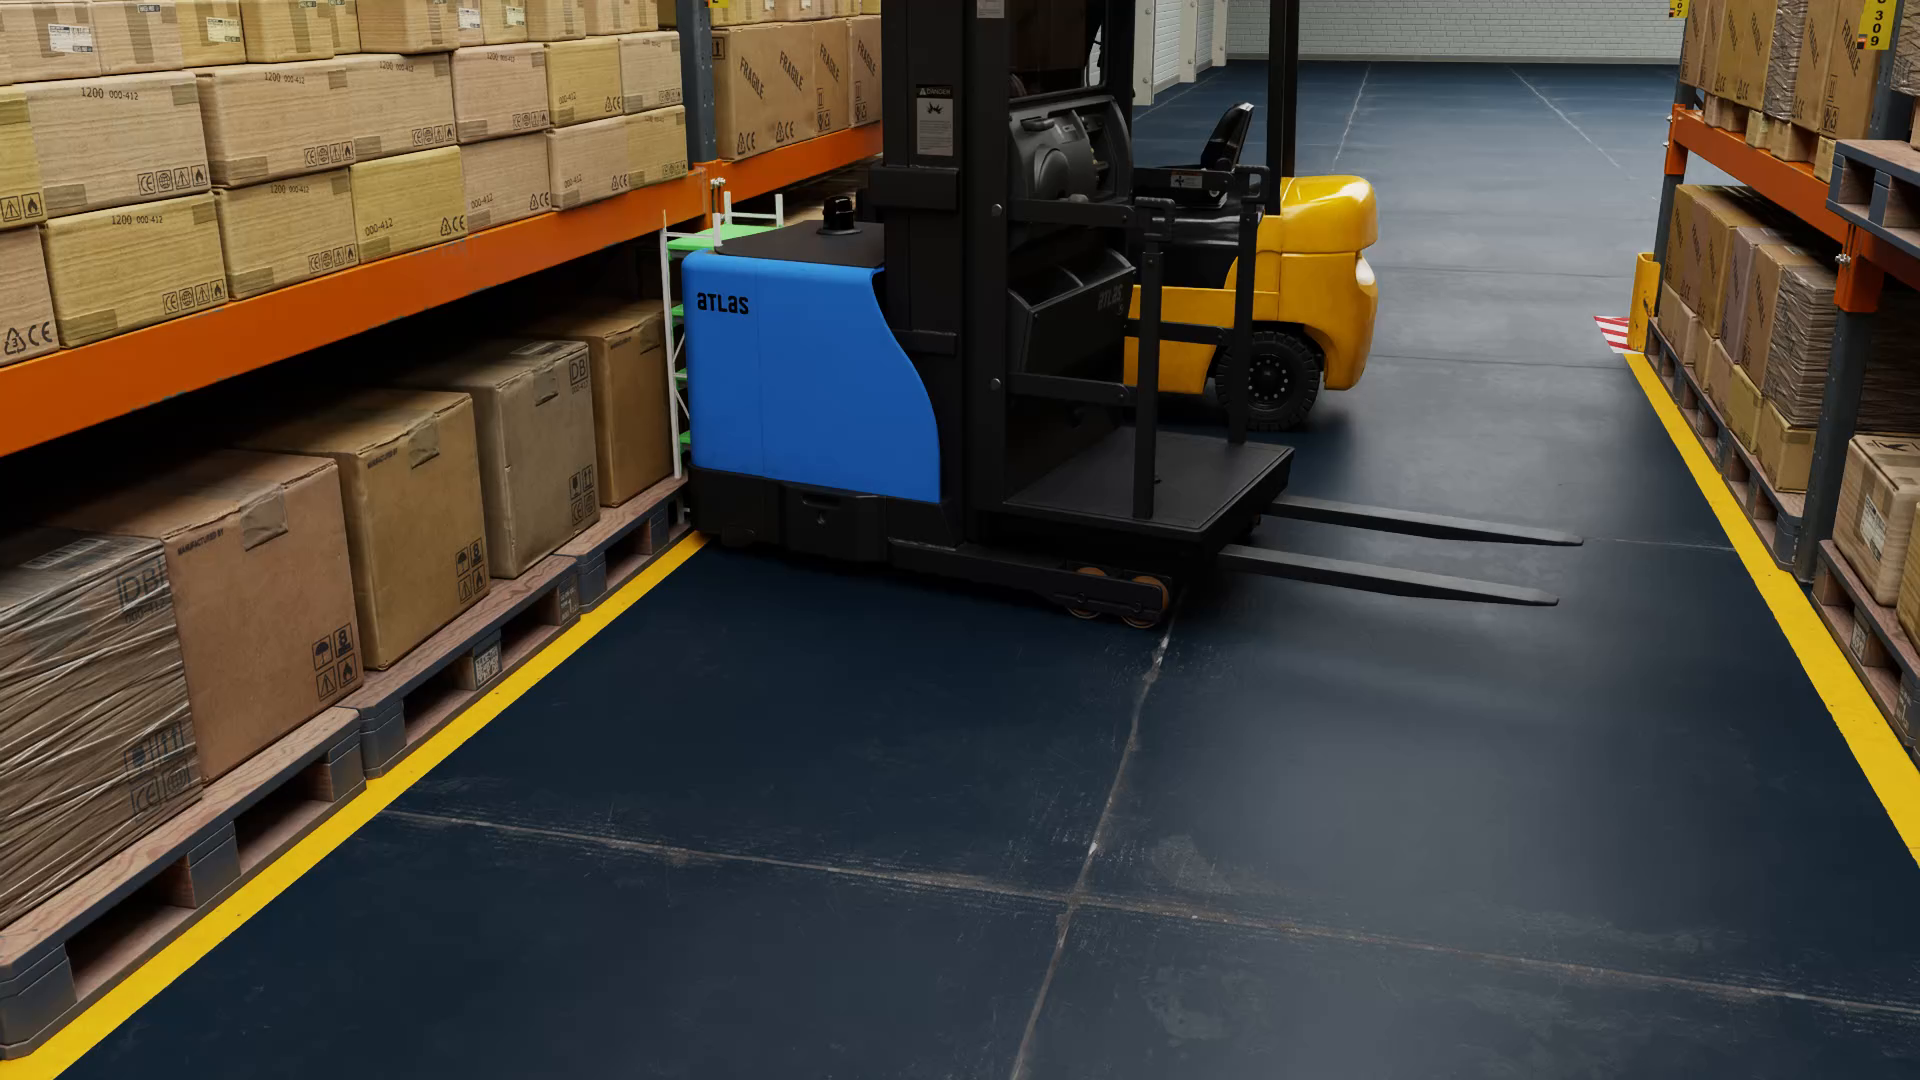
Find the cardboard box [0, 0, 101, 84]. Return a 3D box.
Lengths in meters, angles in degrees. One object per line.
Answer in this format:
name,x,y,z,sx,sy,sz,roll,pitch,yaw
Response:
cardboard box,-1.934,-0.977,3.248,0.380,0.149,0.250,5,20,15

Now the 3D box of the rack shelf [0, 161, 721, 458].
rack shelf,-1.911,-0.666,4.610,1.077,0.370,4.000,5,19,13

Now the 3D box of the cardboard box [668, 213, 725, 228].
cardboard box,-1.380,-1.333,7.508,0.500,0.250,0.500,4,19,13

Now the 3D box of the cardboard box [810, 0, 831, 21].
cardboard box,-0.793,-2.385,7.372,0.380,0.149,0.250,4,19,13

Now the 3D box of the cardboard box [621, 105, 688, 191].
cardboard box,-1.291,-1.384,5.830,0.500,0.250,0.500,5,20,15

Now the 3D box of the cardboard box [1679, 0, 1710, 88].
cardboard box,3.985,-2.558,8.420,0.500,0.500,0.500,4,19,13

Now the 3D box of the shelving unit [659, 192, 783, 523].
shelving unit,-0.867,-0.668,6.272,0.258,1.200,0.503,7,21,19

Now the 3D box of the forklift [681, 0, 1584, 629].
forklift,0.561,-1.298,5.452,3.031,2.935,1.130,9,21,25

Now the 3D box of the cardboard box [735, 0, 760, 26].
cardboard box,-1.027,-2.148,6.677,0.380,0.149,0.250,5,20,15

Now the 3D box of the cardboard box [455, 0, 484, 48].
cardboard box,-1.574,-1.460,4.663,0.380,0.149,0.250,5,19,14

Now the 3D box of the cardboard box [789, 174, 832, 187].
cardboard box,-0.997,-1.809,8.901,0.500,0.250,0.500,5,19,13

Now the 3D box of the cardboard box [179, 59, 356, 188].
cardboard box,-1.785,-0.984,3.888,0.500,0.250,0.500,4,19,12

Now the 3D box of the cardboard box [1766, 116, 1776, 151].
cardboard box,3.512,-1.645,6.751,0.380,0.149,0.250,4,19,12

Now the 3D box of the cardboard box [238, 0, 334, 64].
cardboard box,-1.731,-1.216,3.948,0.380,0.149,0.250,5,20,15

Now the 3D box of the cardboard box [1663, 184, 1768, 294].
cardboard box,3.899,-1.510,8.412,0.500,0.500,0.500,4,19,12

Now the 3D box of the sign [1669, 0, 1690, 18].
sign,3.843,-2.949,8.840,0.100,0.325,0.005,5,19,13

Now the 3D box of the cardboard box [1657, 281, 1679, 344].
cardboard box,3.904,-1.163,8.555,0.500,0.250,0.500,4,19,13

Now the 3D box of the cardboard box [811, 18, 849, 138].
cardboard box,-0.827,-2.122,7.606,0.500,0.500,0.500,4,19,13

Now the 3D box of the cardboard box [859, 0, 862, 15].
cardboard box,-0.696,-2.635,8.104,0.380,0.149,0.250,5,19,13

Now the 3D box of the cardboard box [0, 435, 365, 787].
cardboard box,-2.082,0.146,4.145,0.875,0.625,0.625,5,20,15

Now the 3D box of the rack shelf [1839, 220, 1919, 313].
rack shelf,2.904,-0.275,3.465,1.077,0.370,4.000,5,19,13

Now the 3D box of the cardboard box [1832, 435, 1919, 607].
cardboard box,3.266,-0.033,5.059,0.950,0.372,0.625,5,19,14

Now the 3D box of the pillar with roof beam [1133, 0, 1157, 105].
pillar with roof beam,7.084,-10.881,24.121,9.100,9.000,0.400,5,19,13

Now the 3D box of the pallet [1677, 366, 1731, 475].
pallet,3.818,-0.520,7.383,1.003,0.211,1.213,5,19,13

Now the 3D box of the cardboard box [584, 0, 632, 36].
cardboard box,-1.336,-1.781,5.602,0.380,0.149,0.250,4,19,13

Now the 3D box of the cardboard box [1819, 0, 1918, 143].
cardboard box,3.260,-1.589,5.585,0.500,0.500,0.500,4,19,12

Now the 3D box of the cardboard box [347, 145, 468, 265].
cardboard box,-1.679,-0.910,4.443,0.500,0.250,0.500,5,20,15

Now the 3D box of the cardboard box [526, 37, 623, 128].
cardboard box,-1.413,-1.463,5.289,0.500,0.250,0.500,4,19,12

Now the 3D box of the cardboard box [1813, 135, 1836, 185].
cardboard box,3.229,-1.327,5.821,0.380,0.149,0.250,5,20,15

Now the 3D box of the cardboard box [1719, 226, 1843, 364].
cardboard box,3.523,-1.021,6.980,0.500,0.500,0.500,6,20,16

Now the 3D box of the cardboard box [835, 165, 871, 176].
cardboard box,-0.374,-1.928,9.250,0.500,0.250,0.500,5,19,14

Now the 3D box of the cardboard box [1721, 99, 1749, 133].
cardboard box,3.757,-1.971,7.705,0.380,0.149,0.250,5,20,15

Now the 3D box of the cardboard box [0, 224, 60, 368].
cardboard box,-2.054,-0.428,3.033,0.500,0.250,0.500,5,19,14

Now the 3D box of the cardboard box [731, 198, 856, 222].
cardboard box,-0.754,-1.447,7.841,0.500,0.250,0.500,5,20,15

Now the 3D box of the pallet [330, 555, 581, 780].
pallet,-1.860,0.304,4.971,1.003,0.211,1.213,5,19,13

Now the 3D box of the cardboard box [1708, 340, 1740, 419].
cardboard box,3.525,-0.673,7.122,0.500,0.250,0.500,5,19,14

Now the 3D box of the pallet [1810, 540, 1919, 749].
pallet,3.203,0.321,4.920,1.003,0.211,1.213,5,19,13

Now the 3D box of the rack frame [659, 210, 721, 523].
rack frame,-0.954,-0.591,6.057,0.240,1.200,0.015,7,21,19

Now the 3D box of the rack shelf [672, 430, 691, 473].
rack shelf,-0.866,-0.382,6.375,0.258,0.148,0.480,7,21,19

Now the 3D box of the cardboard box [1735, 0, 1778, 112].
cardboard box,3.622,-2.075,7.008,0.500,0.500,0.500,4,19,12

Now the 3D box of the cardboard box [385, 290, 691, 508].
cardboard box,-1.539,-0.544,6.163,0.875,0.625,0.625,6,20,16

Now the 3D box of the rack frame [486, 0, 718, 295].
rack frame,-1.422,-1.633,6.329,1.000,3.000,0.127,5,19,13
